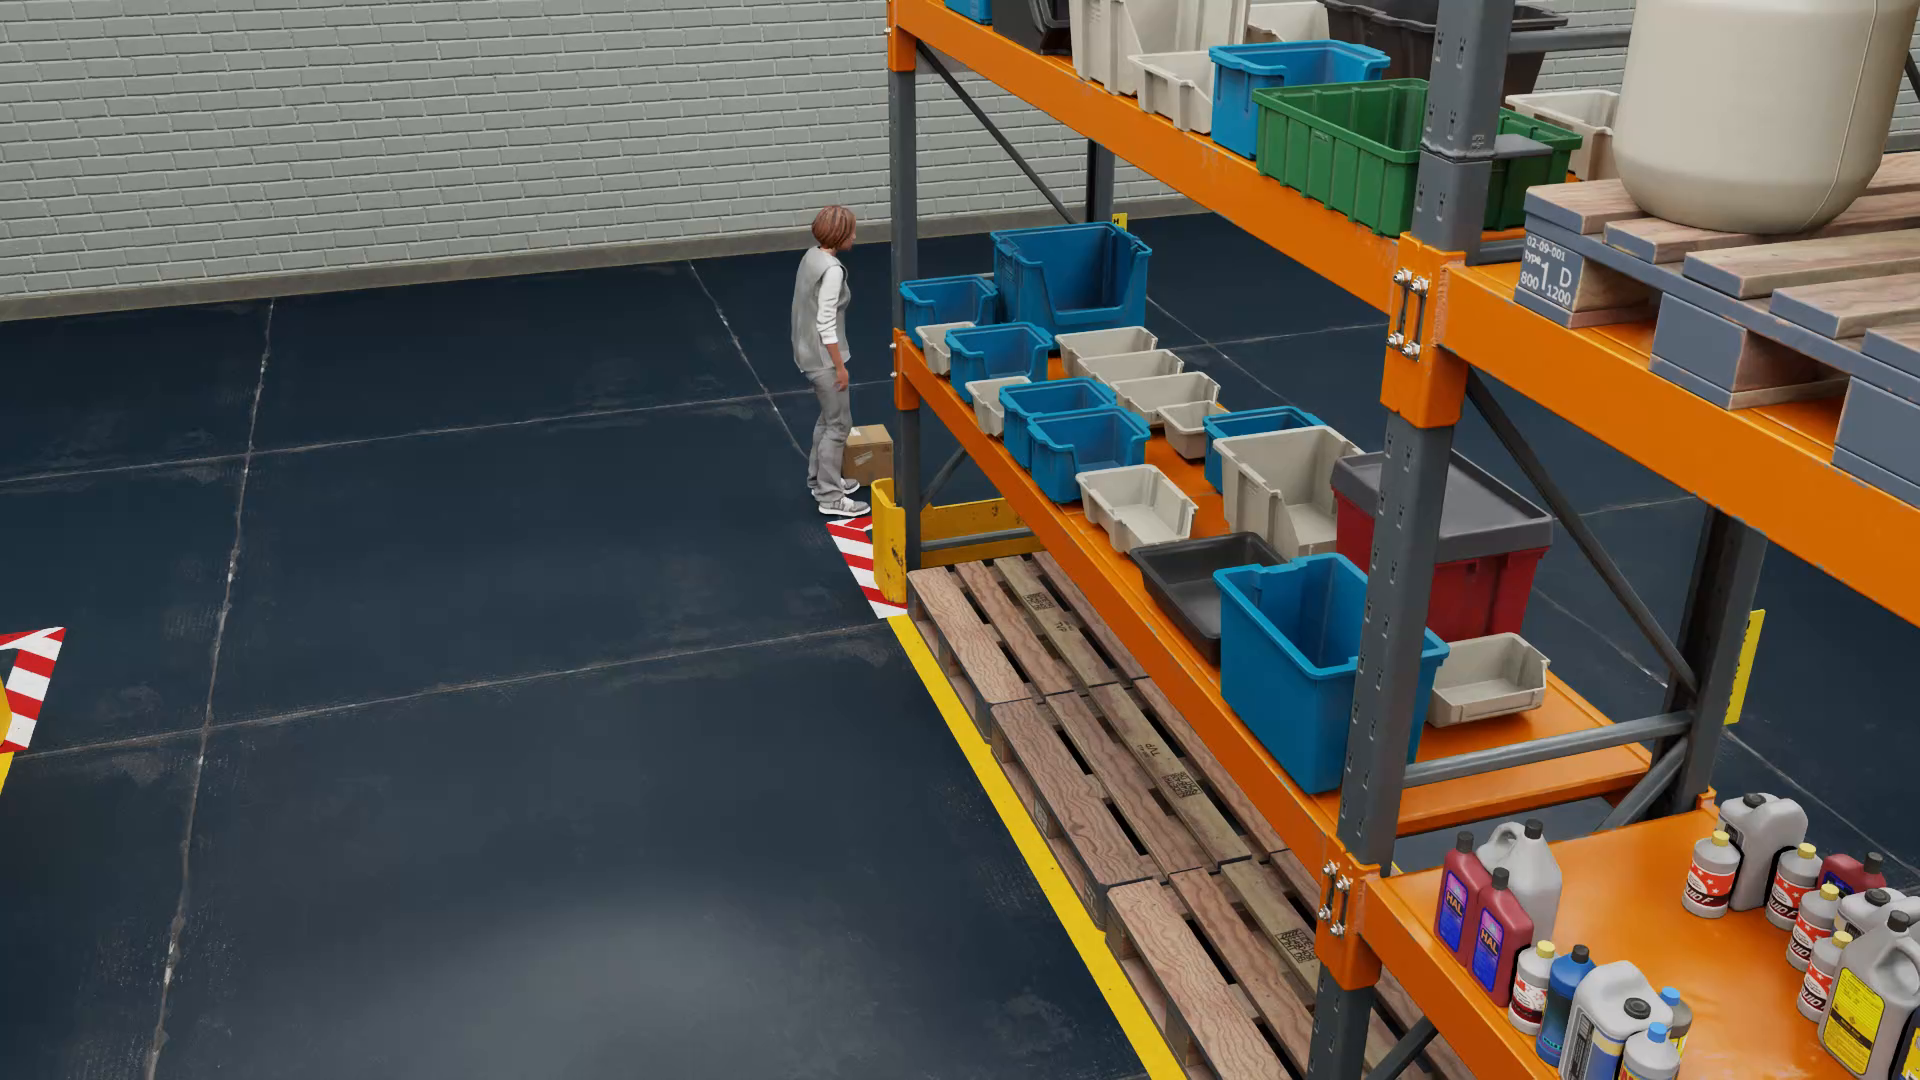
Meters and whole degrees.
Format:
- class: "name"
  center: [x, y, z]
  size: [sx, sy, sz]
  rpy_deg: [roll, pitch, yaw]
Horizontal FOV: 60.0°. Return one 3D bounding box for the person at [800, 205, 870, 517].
- class: "person"
  center: [-0.670, -0.924, 8.552]
  size: [0.328, 1.592, 0.479]
  rpy_deg: [-7, 27, -14]
